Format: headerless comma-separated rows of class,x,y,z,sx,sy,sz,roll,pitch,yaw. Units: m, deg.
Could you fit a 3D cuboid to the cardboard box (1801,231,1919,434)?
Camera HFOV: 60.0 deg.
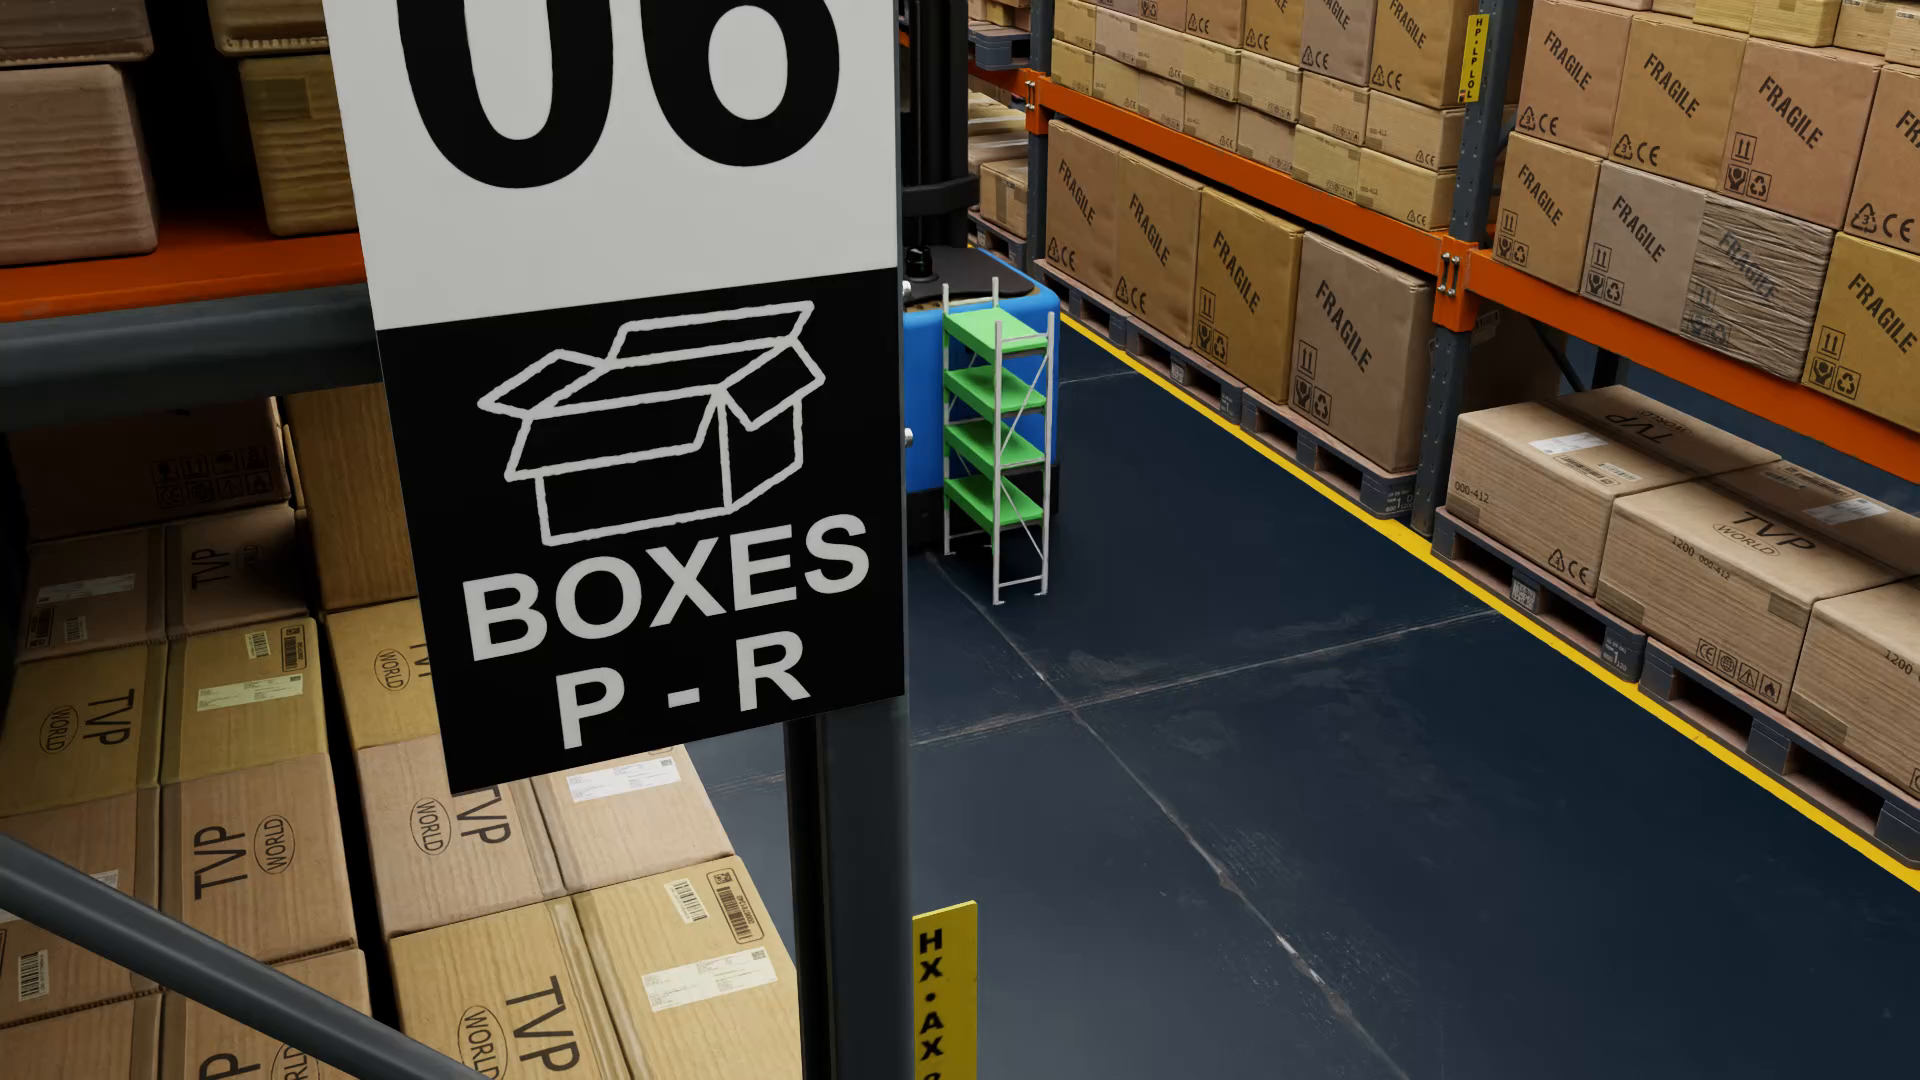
cardboard box,2.998,-0.657,5.063,0.500,0.500,0.500,-10,28,-19

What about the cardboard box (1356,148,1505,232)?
cardboard box,2.064,-1.531,7.137,0.500,0.250,0.500,-11,28,-22

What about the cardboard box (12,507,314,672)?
cardboard box,-1.547,0.182,3.290,0.500,0.250,0.500,-11,28,-21

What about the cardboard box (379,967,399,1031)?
cardboard box,-0.681,0.747,2.588,0.380,0.149,0.250,-11,28,-21

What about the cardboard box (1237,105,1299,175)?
cardboard box,1.685,-1.944,7.983,0.500,0.250,0.500,-11,28,-22

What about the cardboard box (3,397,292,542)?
cardboard box,-1.756,-0.362,3.551,0.500,0.500,0.500,-11,28,-22

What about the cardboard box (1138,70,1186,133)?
cardboard box,1.282,-2.350,8.815,0.500,0.250,0.500,-10,28,-19

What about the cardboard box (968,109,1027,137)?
cardboard box,0.104,-2.917,12.321,0.950,0.372,0.625,-10,28,-19

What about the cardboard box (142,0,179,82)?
cardboard box,-1.162,-0.633,1.995,0.380,0.149,0.250,-12,28,-22

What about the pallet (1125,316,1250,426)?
pallet,1.618,-0.999,9.056,1.003,0.211,1.213,-11,28,-21

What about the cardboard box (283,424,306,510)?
cardboard box,-1.278,-0.105,3.879,0.500,0.250,0.500,-11,28,-21

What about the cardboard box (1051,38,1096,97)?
cardboard box,0.865,-2.767,9.669,0.500,0.250,0.500,-11,28,-21

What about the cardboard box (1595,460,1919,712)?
cardboard box,2.969,0.135,5.995,0.875,0.438,0.875,-11,28,-22

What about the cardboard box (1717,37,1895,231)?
cardboard box,2.817,-1.307,5.255,0.500,0.500,0.500,-10,28,-20

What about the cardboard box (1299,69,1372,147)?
cardboard box,1.872,-1.954,7.435,0.500,0.250,0.500,-10,28,-19

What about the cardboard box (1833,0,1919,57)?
cardboard box,2.902,-1.567,5.048,0.380,0.149,0.250,-11,28,-21

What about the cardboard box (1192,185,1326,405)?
cardboard box,1.794,-1.294,8.425,0.875,0.875,0.875,-10,28,-19

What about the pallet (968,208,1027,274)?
pallet,0.600,-2.138,11.388,1.003,0.211,1.213,-11,28,-21

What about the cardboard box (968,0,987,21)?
cardboard box,0.248,-3.433,10.670,0.380,0.149,0.250,-11,28,-21

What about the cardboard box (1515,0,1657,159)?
cardboard box,2.435,-1.721,6.102,0.500,0.500,0.500,-10,28,-20

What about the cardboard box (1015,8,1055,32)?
cardboard box,0.560,-3.243,10.281,0.380,0.149,0.250,-10,28,-19

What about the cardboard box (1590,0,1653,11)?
cardboard box,2.471,-1.973,5.880,0.380,0.149,0.250,-10,28,-20

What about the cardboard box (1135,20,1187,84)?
cardboard box,1.261,-2.573,8.703,0.500,0.250,0.500,-11,28,-21

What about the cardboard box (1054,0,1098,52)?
cardboard box,0.876,-2.985,9.547,0.500,0.250,0.500,-11,28,-21

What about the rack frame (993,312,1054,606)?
rack frame,0.244,-0.298,6.494,0.240,1.200,0.015,-11,28,-22

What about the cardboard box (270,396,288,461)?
cardboard box,-1.946,-0.225,4.123,0.500,0.250,0.500,-11,28,-21

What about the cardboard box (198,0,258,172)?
cardboard box,-0.566,-0.496,1.715,0.380,0.149,0.250,-10,28,-20

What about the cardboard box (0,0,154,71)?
cardboard box,-0.953,-0.538,1.347,0.500,0.250,0.500,-11,28,-22

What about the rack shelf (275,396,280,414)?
rack shelf,-2.878,-1.090,6.884,1.077,0.370,4.000,-11,28,-21

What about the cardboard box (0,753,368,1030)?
cardboard box,-1.153,0.594,2.446,0.500,0.250,0.500,-10,28,-20

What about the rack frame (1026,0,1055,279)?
rack frame,0.905,-3.075,10.130,1.000,3.000,0.127,-11,28,-21

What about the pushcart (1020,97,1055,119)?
pushcart,1.417,-3.924,14.856,1.648,0.377,0.936,-22,34,-38

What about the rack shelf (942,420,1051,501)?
rack shelf,0.143,-0.338,6.721,0.258,0.148,0.480,-11,28,-22

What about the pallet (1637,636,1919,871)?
pallet,3.179,0.606,5.768,1.003,0.211,1.213,-11,28,-21

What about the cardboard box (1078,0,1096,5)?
cardboard box,0.873,-3.328,9.394,0.500,0.500,0.500,-12,28,-22

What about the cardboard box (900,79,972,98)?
cardboard box,-0.454,-3.487,13.489,0.950,0.372,0.625,-10,28,-20

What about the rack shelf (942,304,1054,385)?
rack shelf,0.143,-0.770,6.511,0.258,0.148,0.480,-11,28,-22

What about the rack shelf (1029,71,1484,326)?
rack shelf,1.688,-1.945,8.634,1.077,0.370,4.000,-11,28,-21

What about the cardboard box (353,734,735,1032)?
cardboard box,-0.656,0.510,2.619,0.500,0.250,0.500,-10,28,-20

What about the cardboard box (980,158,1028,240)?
cardboard box,0.693,-2.313,11.085,0.950,0.372,0.625,-13,29,-24

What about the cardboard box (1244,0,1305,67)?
cardboard box,1.675,-2.508,7.713,0.500,0.500,0.500,-10,28,-19

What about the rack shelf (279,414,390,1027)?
rack shelf,-1.311,0.525,3.577,1.077,0.370,4.000,-11,28,-21

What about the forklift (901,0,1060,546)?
forklift,-0.632,-1.874,7.748,1.130,2.935,3.031,-11,28,-22

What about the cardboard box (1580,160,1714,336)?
cardboard box,2.607,-1.067,5.903,0.500,0.500,0.500,-10,28,-20

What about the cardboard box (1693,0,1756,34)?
cardboard box,2.651,-1.767,5.456,0.380,0.149,0.250,-11,28,-21

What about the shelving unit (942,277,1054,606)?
shelving unit,0.143,-0.396,6.693,0.258,1.200,0.503,-11,28,-22
